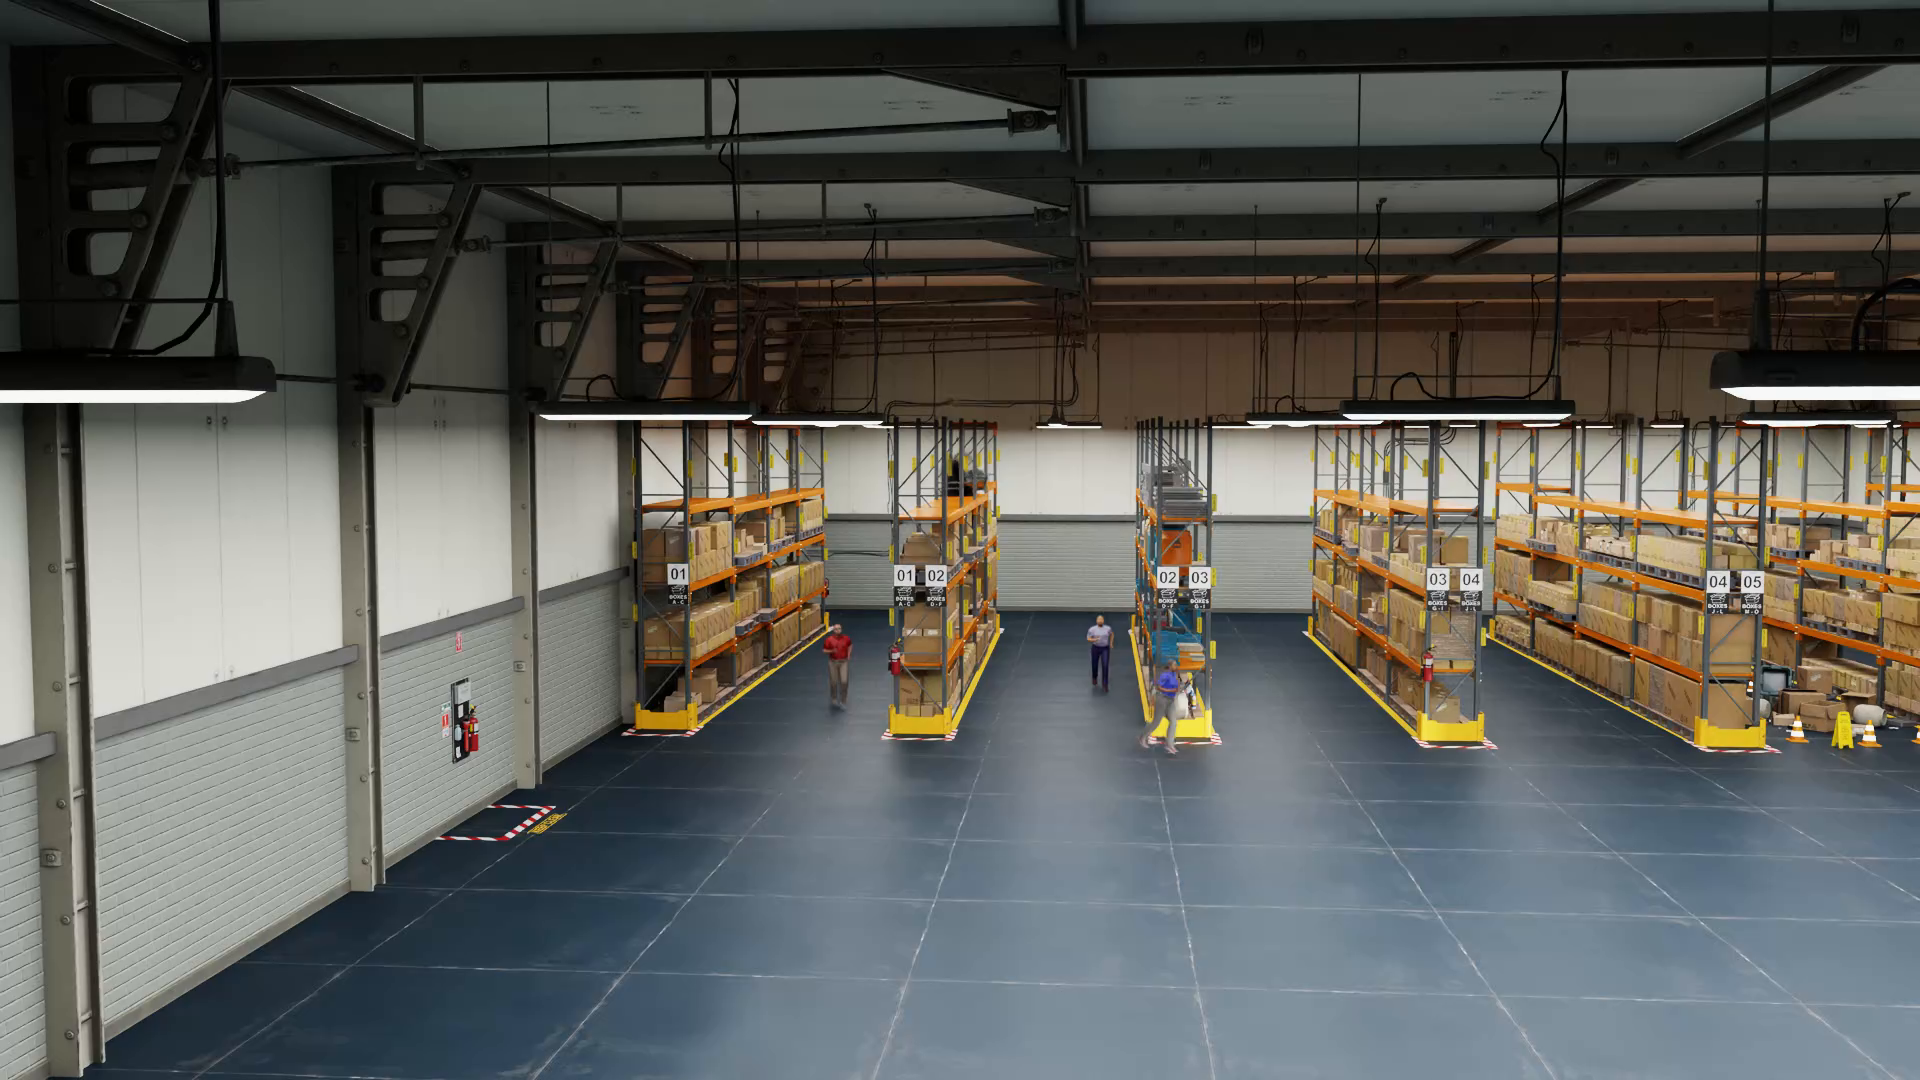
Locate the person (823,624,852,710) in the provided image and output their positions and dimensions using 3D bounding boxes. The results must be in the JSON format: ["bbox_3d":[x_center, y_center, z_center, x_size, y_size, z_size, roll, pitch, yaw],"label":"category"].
[{"bbox_3d":[-2.518,2.626,34.387,0.640,1.795,0.754,-1,4,-10],"label":"person"}]

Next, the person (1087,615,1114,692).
[{"bbox_3d":[3.117,2.480,36.885,0.610,1.641,0.926,0,4,2],"label":"person"}]

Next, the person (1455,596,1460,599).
[{"bbox_3d":[13.447,1.895,45.590,0.710,1.712,0.560,2,4,28],"label":"person"}]

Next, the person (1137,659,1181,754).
[{"bbox_3d":[3.694,2.960,29.862,0.874,1.646,0.617,4,5,44],"label":"person"}]
